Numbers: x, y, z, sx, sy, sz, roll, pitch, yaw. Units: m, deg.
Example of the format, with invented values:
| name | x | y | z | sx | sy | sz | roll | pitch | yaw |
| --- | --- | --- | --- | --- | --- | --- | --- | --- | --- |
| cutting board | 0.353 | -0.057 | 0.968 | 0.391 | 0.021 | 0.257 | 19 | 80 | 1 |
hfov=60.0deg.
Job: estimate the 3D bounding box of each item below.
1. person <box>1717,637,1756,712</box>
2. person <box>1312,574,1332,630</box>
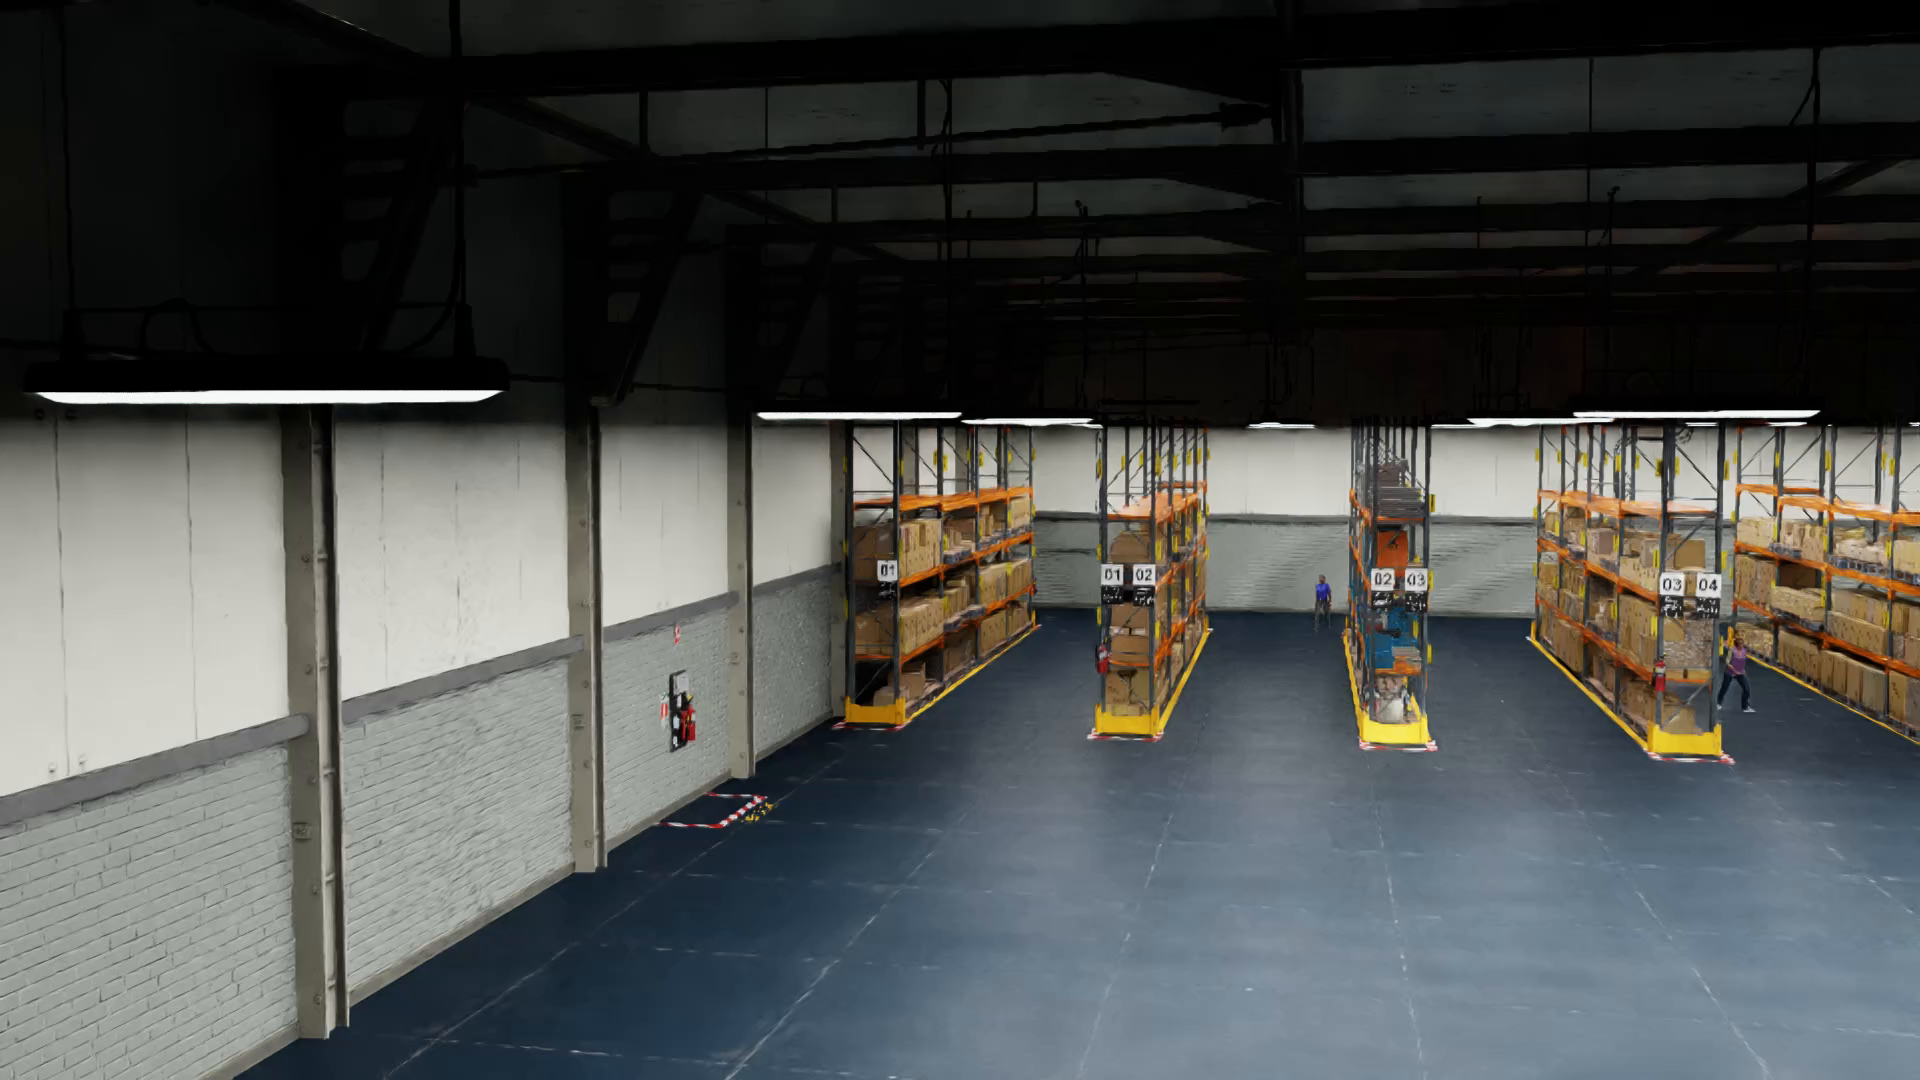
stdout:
| name | x | y | z | sx | sy | sz | roll | pitch | yaw |
| --- | --- | --- | --- | --- | --- | --- | --- | --- | --- |
| person | 15.717 | 2.706 | 33.743 | 0.561 | 1.511 | 0.788 | 0 | 4 | -6 |
| person | 10.356 | 1.759 | 47.390 | 0.474 | 1.600 | 0.908 | 2 | 4 | 29 |
